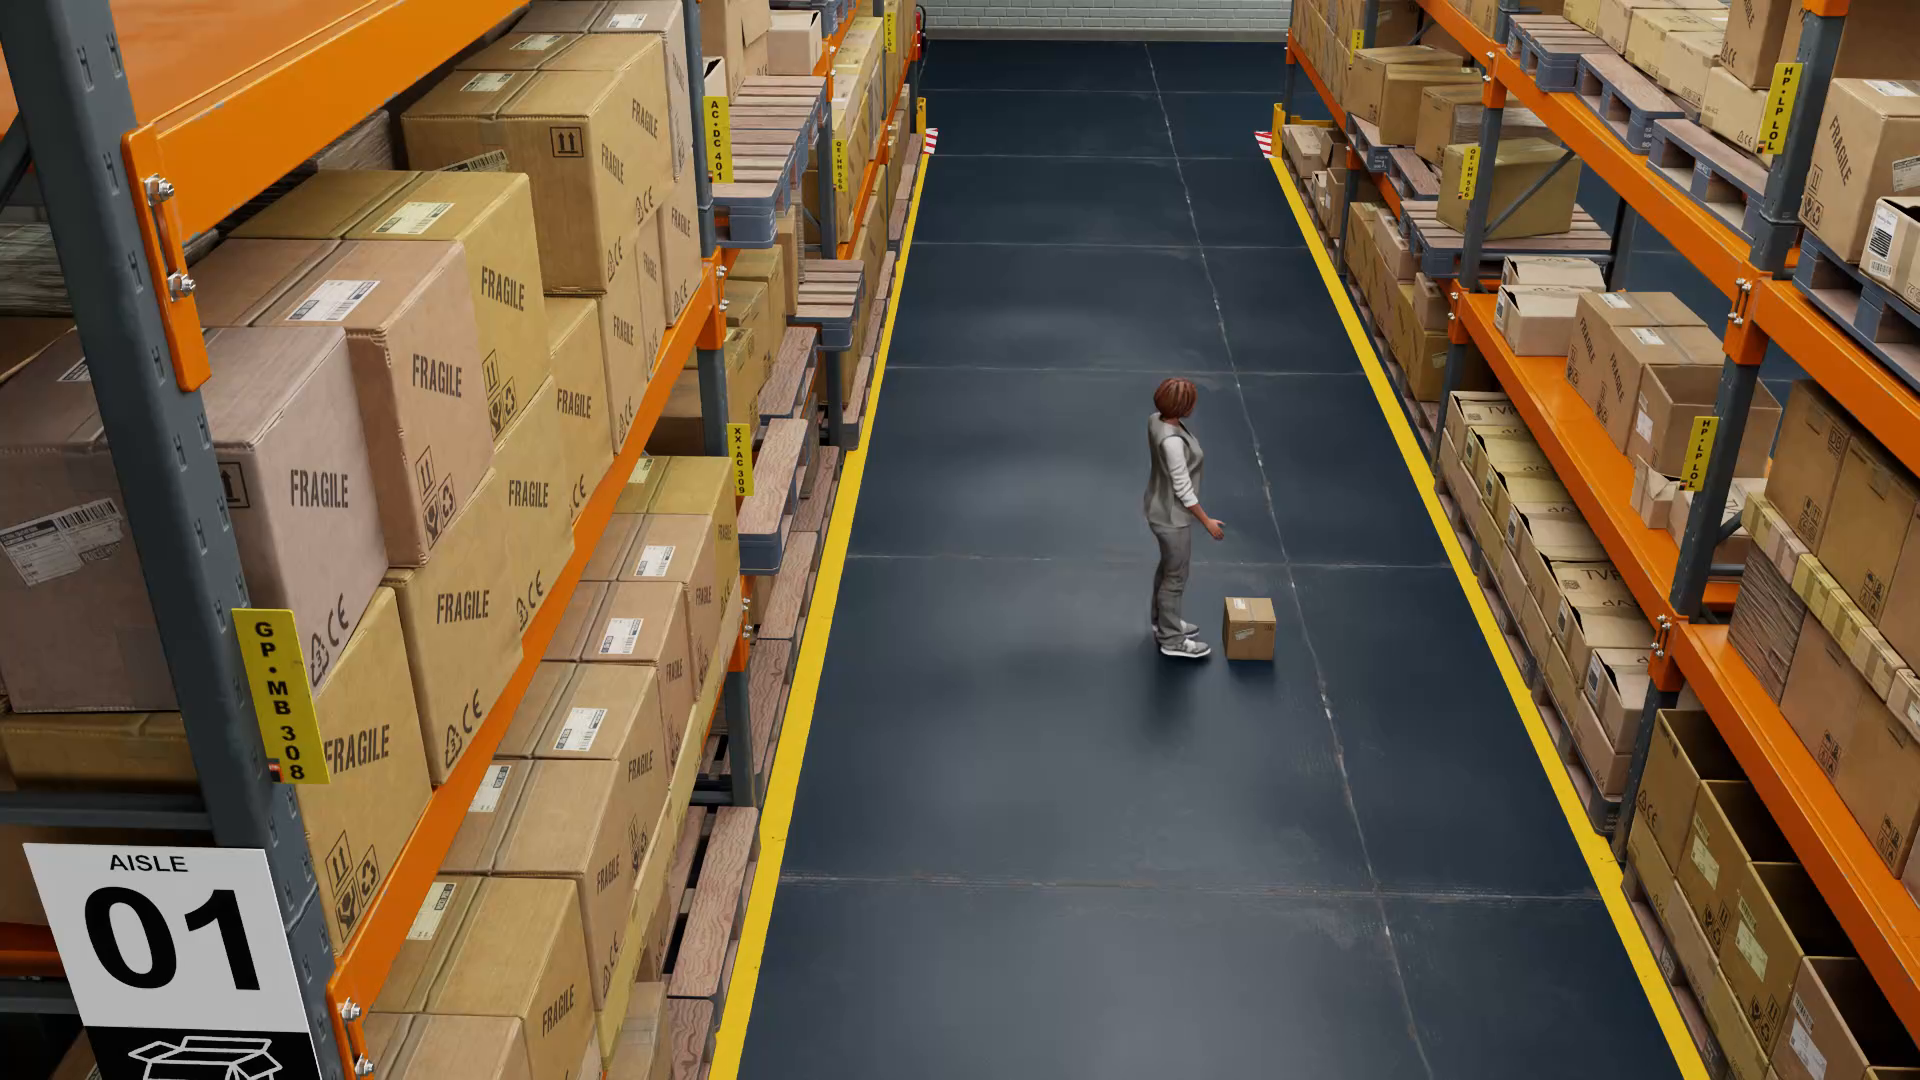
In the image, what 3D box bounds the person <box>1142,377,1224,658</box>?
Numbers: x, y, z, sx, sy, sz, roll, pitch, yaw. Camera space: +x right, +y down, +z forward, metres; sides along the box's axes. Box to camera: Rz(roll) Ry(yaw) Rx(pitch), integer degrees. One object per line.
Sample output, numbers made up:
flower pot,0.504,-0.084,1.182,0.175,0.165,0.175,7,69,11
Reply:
person,1.173,-0.115,8.826,0.413,1.622,0.431,-1,28,-1
